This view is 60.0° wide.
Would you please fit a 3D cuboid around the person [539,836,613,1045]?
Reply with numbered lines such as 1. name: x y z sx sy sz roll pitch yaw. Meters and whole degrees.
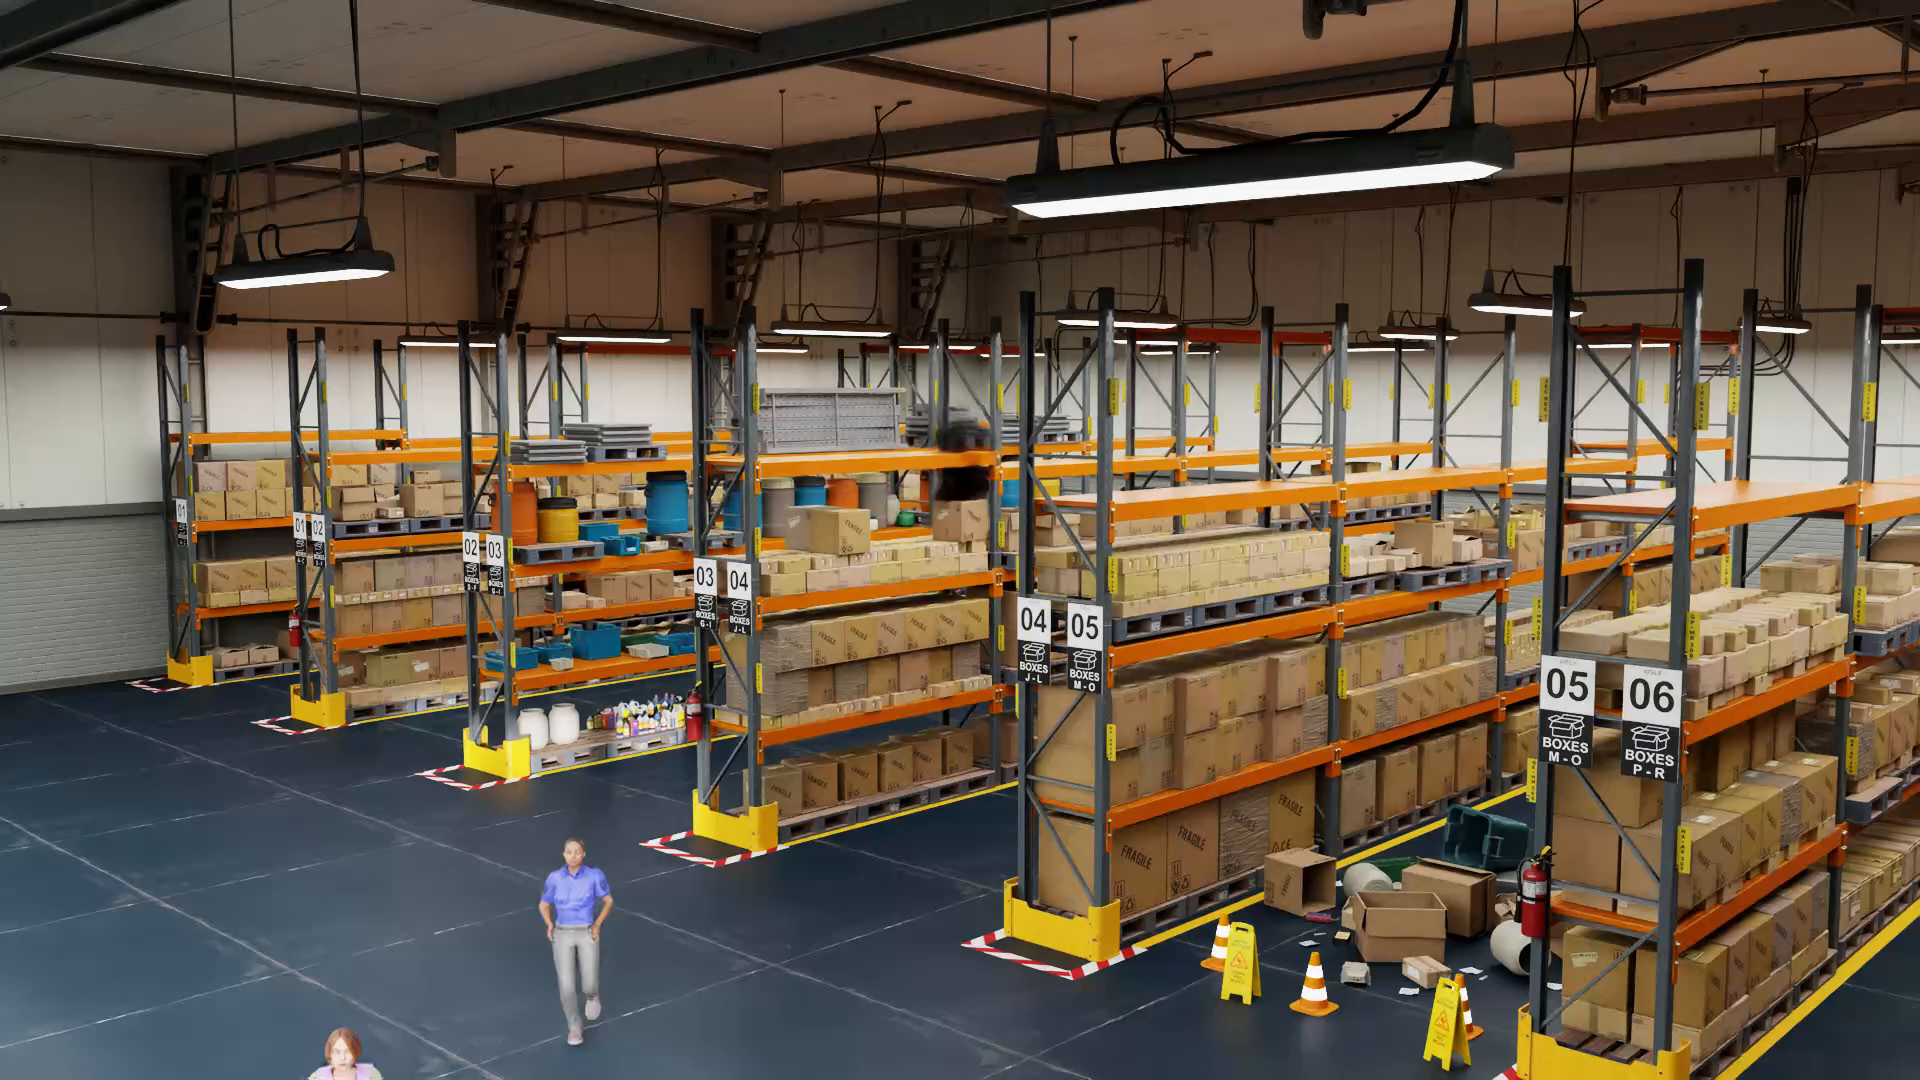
1. person: -3.034 3.134 13.124 0.573 1.603 0.584 -1 5 -8

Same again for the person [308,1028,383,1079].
1. person: -3.455 3.498 9.352 0.558 1.586 0.750 -2 6 -18

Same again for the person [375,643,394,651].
1. person: -9.529 1.645 27.815 0.701 1.750 0.981 5 7 40
